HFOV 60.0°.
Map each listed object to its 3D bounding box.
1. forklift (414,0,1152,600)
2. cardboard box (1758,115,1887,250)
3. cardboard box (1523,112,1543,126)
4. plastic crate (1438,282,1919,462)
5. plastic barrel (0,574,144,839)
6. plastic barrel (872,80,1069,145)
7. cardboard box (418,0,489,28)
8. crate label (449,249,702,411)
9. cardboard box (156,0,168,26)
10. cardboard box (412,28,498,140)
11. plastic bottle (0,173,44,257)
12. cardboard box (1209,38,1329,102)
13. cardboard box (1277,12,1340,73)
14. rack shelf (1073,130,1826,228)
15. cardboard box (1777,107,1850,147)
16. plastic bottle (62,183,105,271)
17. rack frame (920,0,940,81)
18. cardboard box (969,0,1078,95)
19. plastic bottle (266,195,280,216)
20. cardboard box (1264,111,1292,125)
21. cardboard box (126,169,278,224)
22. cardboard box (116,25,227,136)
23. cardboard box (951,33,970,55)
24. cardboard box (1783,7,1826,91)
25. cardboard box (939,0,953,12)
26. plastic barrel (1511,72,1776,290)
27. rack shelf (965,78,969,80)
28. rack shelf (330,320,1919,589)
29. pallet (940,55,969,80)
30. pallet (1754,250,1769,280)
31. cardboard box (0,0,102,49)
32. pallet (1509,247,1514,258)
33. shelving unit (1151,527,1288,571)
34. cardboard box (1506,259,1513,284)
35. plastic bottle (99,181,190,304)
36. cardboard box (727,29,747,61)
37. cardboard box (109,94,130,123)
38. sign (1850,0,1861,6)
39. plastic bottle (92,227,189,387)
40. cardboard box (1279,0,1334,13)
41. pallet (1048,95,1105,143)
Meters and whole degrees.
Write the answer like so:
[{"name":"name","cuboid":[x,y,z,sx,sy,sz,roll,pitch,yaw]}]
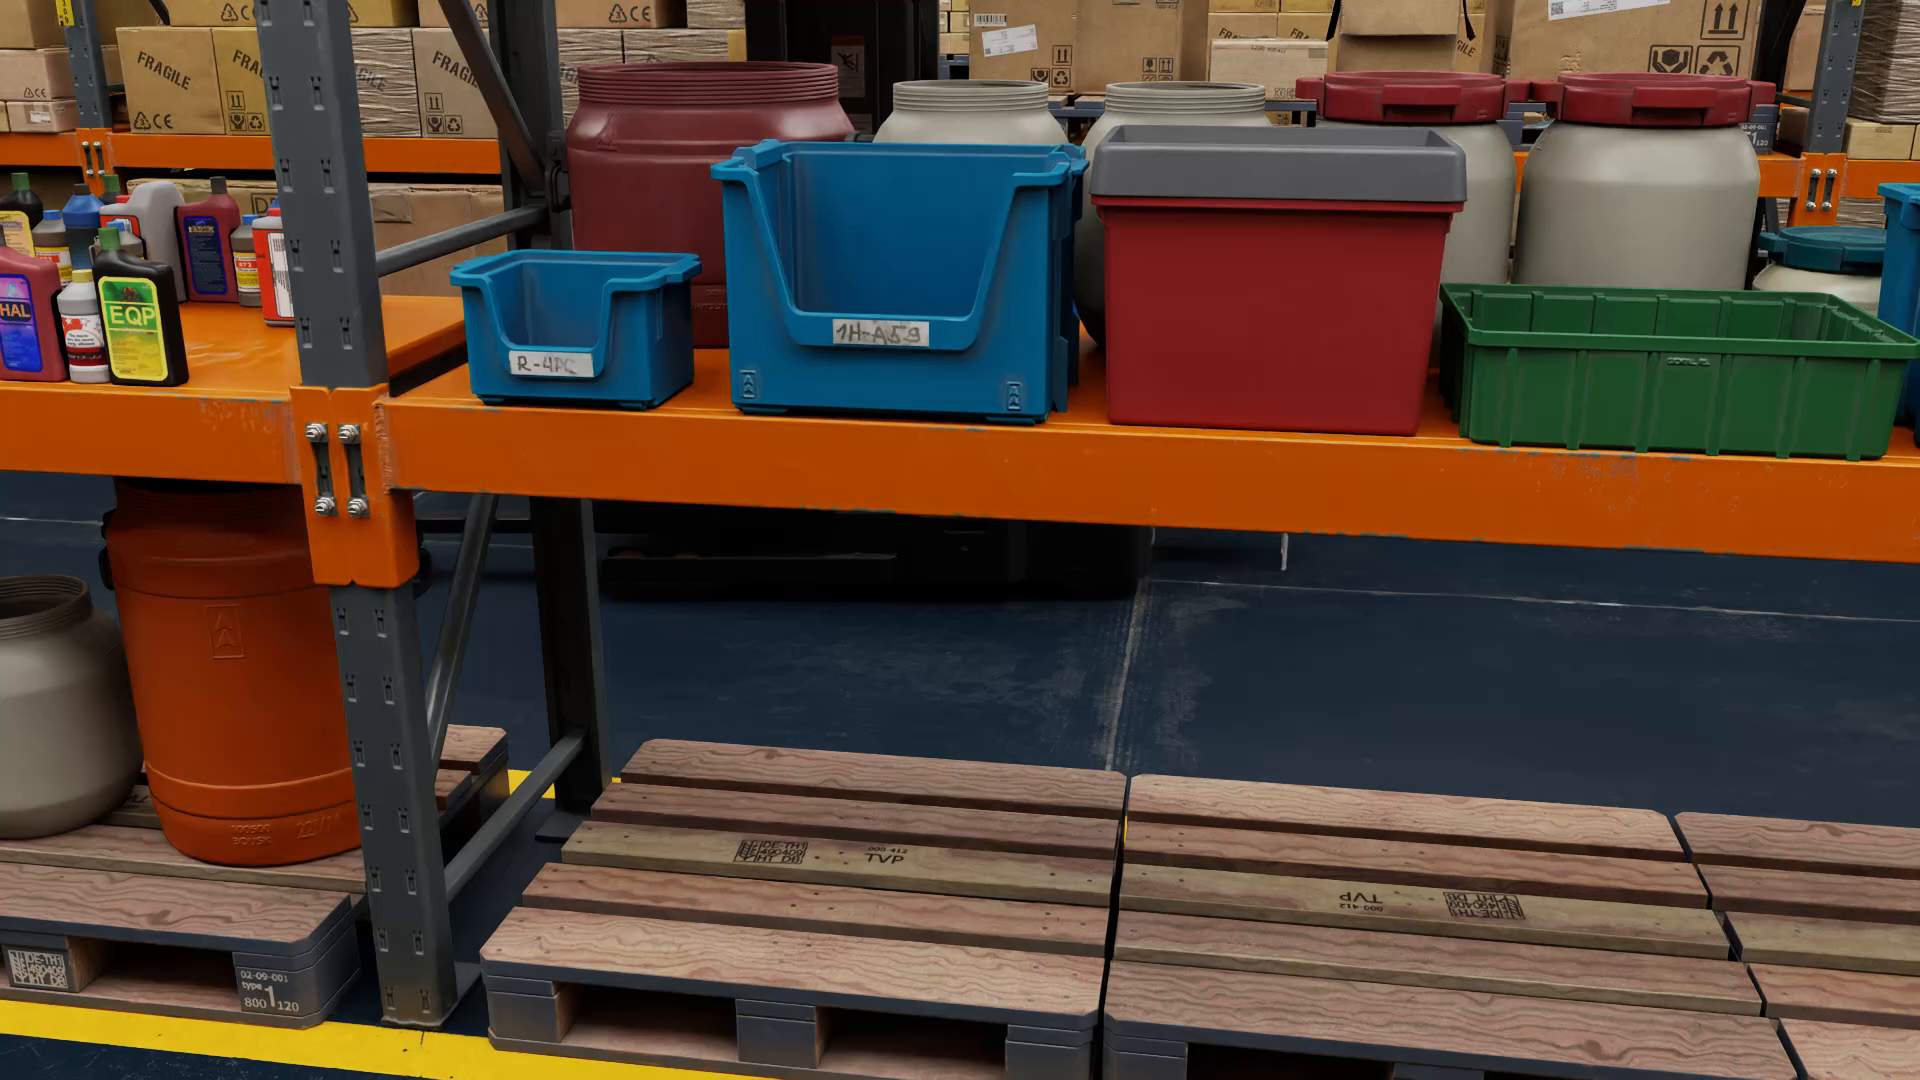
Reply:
[{"name":"forklift","cuboid":[-0.854,-1.354,5.729,3.031,2.935,1.130,0,19,0]},{"name":"cardboard box","cuboid":[6.094,-2.586,11.990,0.875,0.875,0.875,3,19,9]},{"name":"cardboard box","cuboid":[5.026,-3.662,15.267,0.500,0.500,0.500,3,19,9]},{"name":"plastic crate","cuboid":[1.157,-0.290,2.776,0.662,0.188,0.450,3,19,9]},{"name":"plastic barrel","cuboid":[-2.085,0.368,3.734,0.421,0.512,0.421,0,18,0]},{"name":"plastic barrel","cuboid":[0.022,-0.661,3.374,0.421,0.512,0.421,0,18,0]},{"name":"cardboard box","cuboid":[-2.268,-2.775,8.130,0.637,0.503,0.797,4,19,10]},{"name":"crate label","cuboid":[-0.671,-0.375,2.959,0.416,0.233,0.303,3,19,9]},{"name":"cardboard box","cuboid":[-6.323,-4.156,13.371,0.500,0.500,0.500,3,19,9]},{"name":"cardboard box","cuboid":[-2.276,-2.217,8.044,0.500,0.500,0.500,3,19,10]},{"name":"plastic bottle","cuboid":[-2.214,-0.716,3.900,0.133,0.283,0.061,3,19,9]},{"name":"cardboard box","cuboid":[1.376,-2.116,7.474,0.500,0.250,0.500,2,19,7]},{"name":"cardboard box","cuboid":[2.536,-3.557,12.050,0.500,0.500,0.500,3,19,8]},{"name":"rack shelf","cuboid":[1.732,-1.702,7.798,4.000,0.370,1.077,3,19,9]},{"name":"cardboard box","cuboid":[3.966,-1.905,7.665,0.250,0.149,0.380,3,19,9]},{"name":"plastic bottle","cuboid":[-1.981,-0.673,3.791,0.097,0.271,0.097,0,18,0]},{"name":"rack frame","cuboid":[-0.242,-2.144,7.984,0.127,3.000,1.000,3,19,9]},{"name":"cardboard box","cuboid":[0.297,-2.376,7.858,0.500,0.500,0.500,1,19,2]},{"name":"plastic bottle","cuboid":[-1.514,-0.669,3.778,0.097,0.271,0.097,0,18,0]},{"name":"cardboard box","cuboid":[4.038,-5.777,21.923,0.625,0.625,0.875,2,19,6]},{"name":"cardboard box","cuboid":[-3.557,-1.511,8.779,0.875,0.875,1.225,3,19,9]},{"name":"cardboard box","cuboid":[-3.777,-2.292,8.267,0.500,0.500,0.500,3,19,9]},{"name":"cardboard box","cuboid":[0.084,-3.654,12.230,0.250,0.149,0.380,3,19,10]},{"name":"cardboard box","cuboid":[6.021,-3.463,11.691,0.550,0.550,0.875,3,19,9]},{"name":"cardboard box","cuboid":[-0.160,-3.950,12.176,0.250,0.149,0.380,3,19,8]},{"name":"plastic barrel","cuboid":[1.287,-0.609,3.183,0.433,0.535,0.433,0,18,0]},{"name":"rack shelf","cuboid":[-1.331,-3.453,13.028,4.000,0.370,1.077,3,19,9]},{"name":"rack shelf","cuboid":[0.947,-0.151,3.160,4.000,0.370,1.077,3,19,9]},{"name":"pallet","cuboid":[-0.076,-3.605,12.651,1.003,0.211,1.213,3,19,9]},{"name":"pallet","cuboid":[5.332,-2.107,12.266,1.213,0.211,1.003,3,19,9]},{"name":"cardboard box","cuboid":[-4.688,-2.711,8.262,0.500,0.500,0.500,3,19,10]},{"name":"pallet","cuboid":[3.820,-2.185,12.500,1.213,0.211,1.003,3,19,9]},{"name":"shelving unit","cuboid":[0.944,-0.511,5.938,0.503,1.200,0.258,3,19,10]},{"name":"cardboard box","cuboid":[2.636,-1.034,7.911,0.500,0.500,0.700,3,19,8]},{"name":"plastic bottle","cuboid":[-1.861,-0.680,3.804,0.135,0.276,0.152,3,19,9]},{"name":"cardboard box","cuboid":[-0.769,-2.139,7.811,0.500,0.500,0.500,4,19,10]},{"name":"cardboard box","cuboid":[-4.431,-2.346,8.982,0.250,0.149,0.380,3,19,9]},{"name":"sign","cuboid":[3.623,-2.318,6.679,0.005,0.325,0.100,3,19,9]},{"name":"plastic bottle","cuboid":[-1.495,-0.424,3.027,0.133,0.283,0.061,3,19,9]},{"name":"cardboard box","cuboid":[2.597,-4.113,12.135,0.500,0.500,0.700,3,19,8]},{"name":"pallet","cuboid":[0.478,-2.051,8.007,1.003,0.211,1.213,3,19,9]}]
